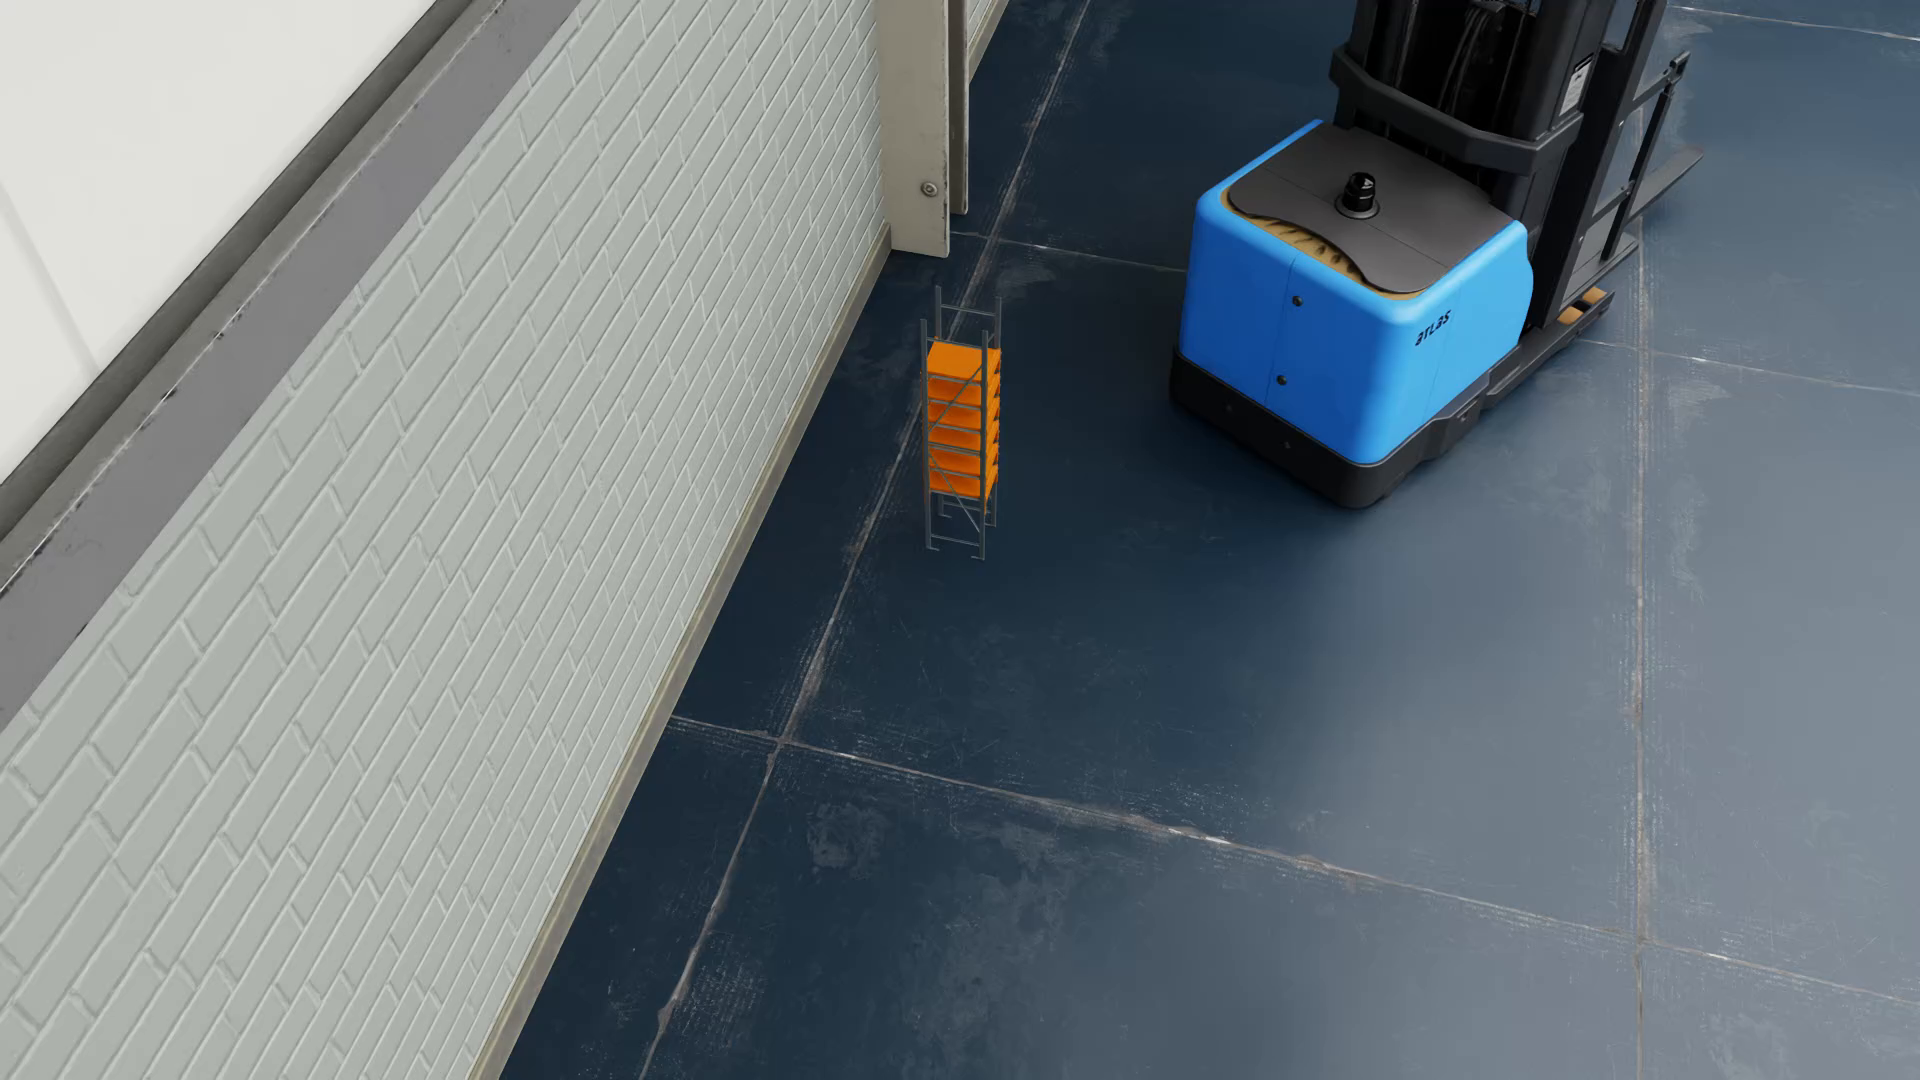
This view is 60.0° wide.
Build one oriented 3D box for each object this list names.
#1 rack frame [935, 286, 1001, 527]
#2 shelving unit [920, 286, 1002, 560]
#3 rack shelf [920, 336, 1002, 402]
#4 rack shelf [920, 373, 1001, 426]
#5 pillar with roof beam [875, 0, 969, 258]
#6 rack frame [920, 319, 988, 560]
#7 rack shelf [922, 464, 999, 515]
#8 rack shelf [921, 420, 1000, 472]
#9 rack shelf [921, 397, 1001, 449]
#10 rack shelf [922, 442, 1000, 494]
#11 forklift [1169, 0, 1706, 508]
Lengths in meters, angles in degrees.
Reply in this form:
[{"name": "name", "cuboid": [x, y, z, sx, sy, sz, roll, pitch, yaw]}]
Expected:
[{"name": "rack frame", "cuboid": [0.028, -0.474, 6.287, 0.240, 1.200, 0.006, 12, 50, 10]}, {"name": "shelving unit", "cuboid": [0.004, -0.407, 6.228, 0.258, 1.200, 0.189, 12, 50, 10]}, {"name": "rack shelf", "cuboid": [0.004, -0.616, 5.992, 0.258, 0.103, 0.180, 12, 50, 10]}, {"name": "rack shelf", "cuboid": [0.004, -0.537, 6.082, 0.258, 0.103, 0.180, 12, 50, 10]}, {"name": "pillar with roof beam", "cuboid": [3.993, -3.632, 3.872, 9.100, 9.000, 0.400, 12, 50, 10]}, {"name": "rack frame", "cuboid": [-0.020, -0.341, 6.170, 0.240, 1.200, 0.006, 12, 50, 10]}, {"name": "rack shelf", "cuboid": [0.004, -0.219, 6.442, 0.258, 0.103, 0.180, 12, 50, 10]}, {"name": "rack shelf", "cuboid": [0.004, -0.378, 6.262, 0.258, 0.103, 0.180, 12, 50, 10]}, {"name": "rack shelf", "cuboid": [0.004, -0.458, 6.172, 0.258, 0.103, 0.180, 12, 50, 10]}, {"name": "rack shelf", "cuboid": [0.004, -0.299, 6.352, 0.258, 0.103, 0.180, 12, 50, 10]}, {"name": "forklift", "cuboid": [2.298, -2.095, 6.563, 3.031, 2.935, 1.130, -37, 58, -28]}]
